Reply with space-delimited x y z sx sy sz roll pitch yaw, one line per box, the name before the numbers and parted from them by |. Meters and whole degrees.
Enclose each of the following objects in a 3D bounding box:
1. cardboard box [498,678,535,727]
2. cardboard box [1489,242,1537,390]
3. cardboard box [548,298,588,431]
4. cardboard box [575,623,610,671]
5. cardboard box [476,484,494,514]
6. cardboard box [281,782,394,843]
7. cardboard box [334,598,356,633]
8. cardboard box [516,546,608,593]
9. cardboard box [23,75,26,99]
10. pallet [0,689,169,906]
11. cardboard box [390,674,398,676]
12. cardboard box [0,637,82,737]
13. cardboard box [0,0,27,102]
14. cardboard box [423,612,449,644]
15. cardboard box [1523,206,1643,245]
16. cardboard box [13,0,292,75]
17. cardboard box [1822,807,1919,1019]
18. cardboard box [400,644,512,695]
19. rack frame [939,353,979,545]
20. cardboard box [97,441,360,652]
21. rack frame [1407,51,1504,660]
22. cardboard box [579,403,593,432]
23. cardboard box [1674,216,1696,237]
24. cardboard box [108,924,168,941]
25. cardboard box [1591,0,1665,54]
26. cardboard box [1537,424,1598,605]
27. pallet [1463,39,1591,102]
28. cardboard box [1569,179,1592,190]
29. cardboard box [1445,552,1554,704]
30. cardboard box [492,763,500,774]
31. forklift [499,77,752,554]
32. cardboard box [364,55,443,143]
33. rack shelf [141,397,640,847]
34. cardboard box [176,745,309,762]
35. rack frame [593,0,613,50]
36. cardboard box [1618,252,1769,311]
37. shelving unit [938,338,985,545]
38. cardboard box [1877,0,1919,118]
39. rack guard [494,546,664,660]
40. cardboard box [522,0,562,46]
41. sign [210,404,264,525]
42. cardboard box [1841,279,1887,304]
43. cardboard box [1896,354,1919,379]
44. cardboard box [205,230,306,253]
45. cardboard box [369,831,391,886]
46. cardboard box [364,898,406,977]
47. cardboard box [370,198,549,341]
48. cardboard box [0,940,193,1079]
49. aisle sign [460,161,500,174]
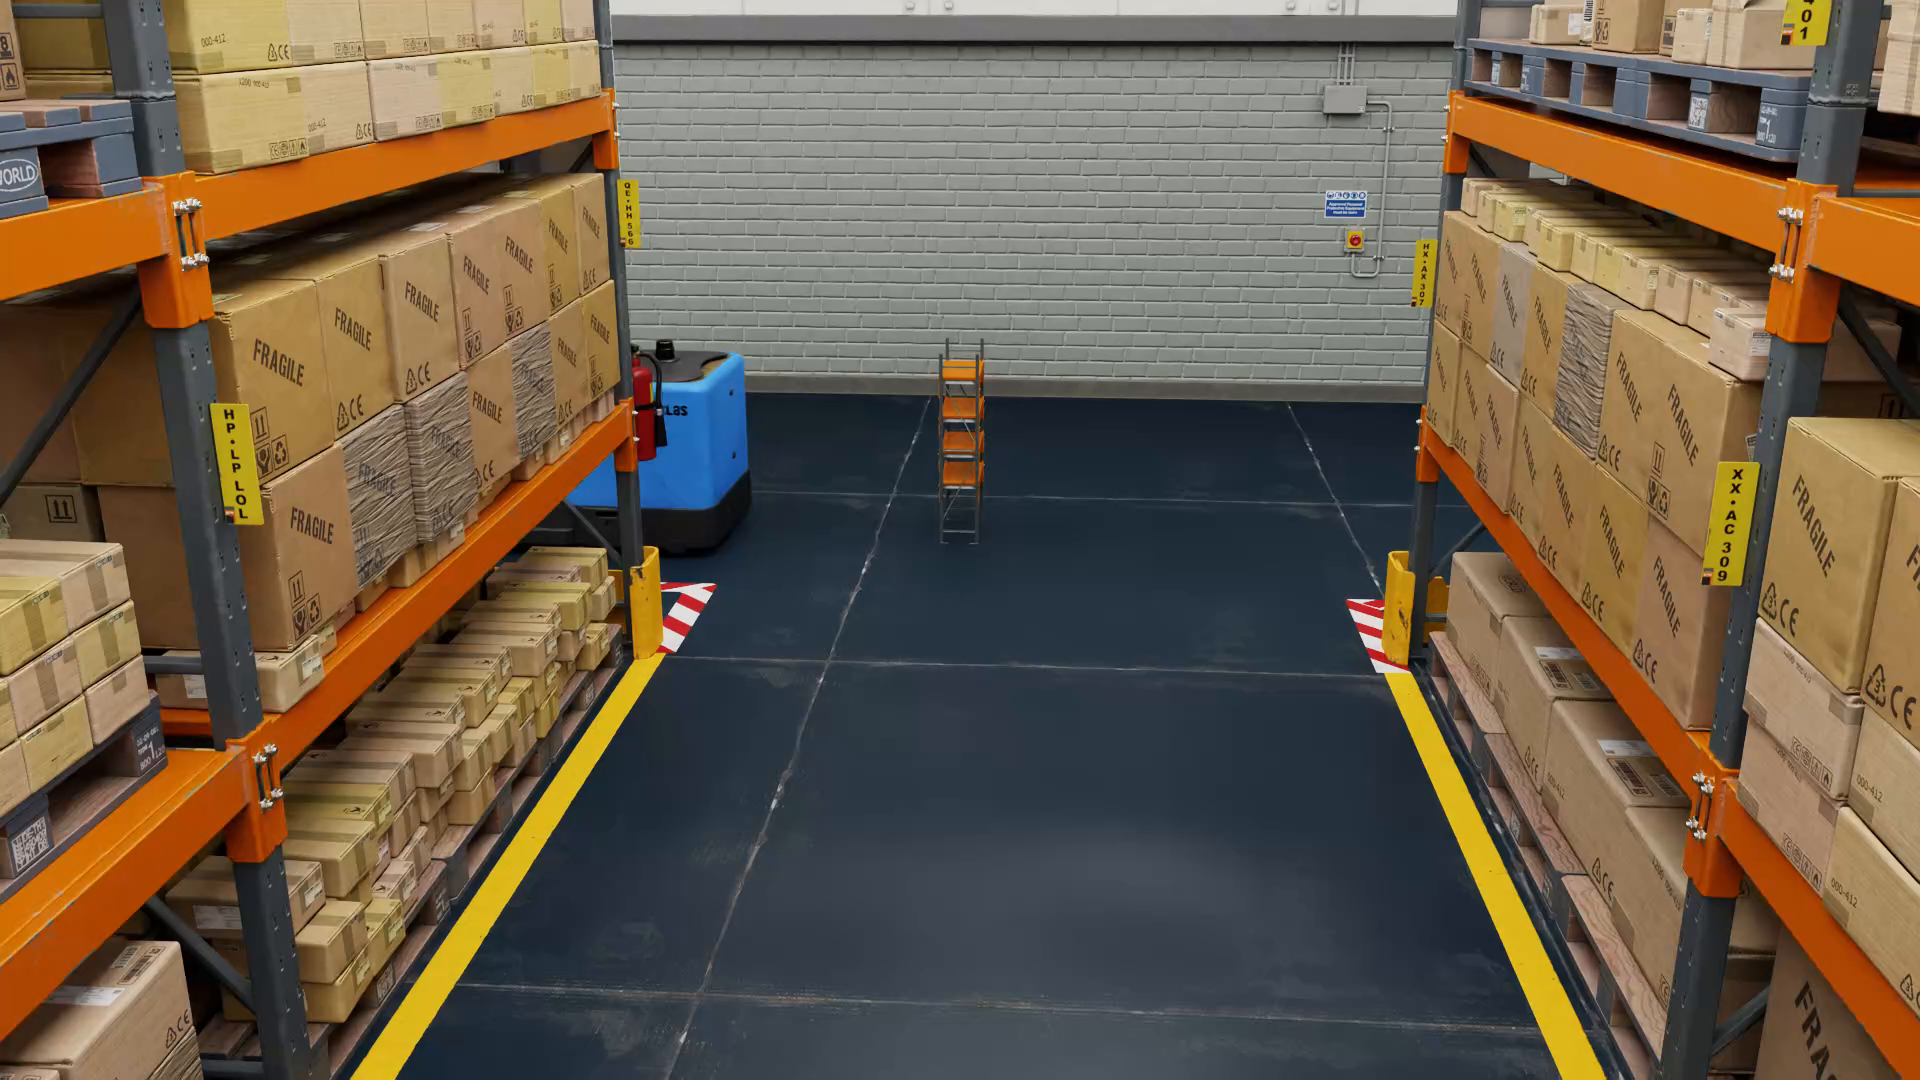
cardboard box | -2.006 0.686 6.938 0.380 0.149 0.250 2 18 7
cardboard box | 2.411 -0.880 6.525 0.500 0.500 0.500 1 18 3
cardboard box | -1.973 -0.783 7.358 0.500 0.500 0.500 1 18 3
cardboard box | -1.903 0.506 7.966 0.380 0.149 0.250 2 18 6
cardboard box | -2.080 -0.192 6.595 0.380 0.149 0.250 2 18 5
cardboard box | -2.163 0.949 5.659 0.380 0.149 0.250 1 18 3
cardboard box | -2.185 0.215 5.352 0.380 0.149 0.250 0 18 1
cardboard box | -1.941 0.143 8.118 0.380 0.149 0.250 1 18 5
cardboard box | -2.677 -1.170 4.600 0.500 0.250 0.500 2 18 5
pallet | -2.643 0.668 3.876 1.003 0.211 1.213 1 18 4
cardboard box | -2.506 0.595 7.217 0.380 0.149 0.250 0 18 1
cardboard box | -2.292 0.331 3.847 0.380 0.149 0.250 1 18 4
cardboard box | -2.579 -1.215 3.661 0.700 0.500 0.500 1 18 4
cardboard box | -2.513 0.370 7.424 0.380 0.149 0.250 0 18 1
cardboard box | 2.439 -1.221 6.525 0.380 0.149 0.250 1 18 4
cardboard box | -2.169 -1.393 4.478 0.500 0.250 0.500 2 18 6
cardboard box | 2.171 0.784 3.452 0.500 0.250 0.500 1 18 3
cardboard box | -2.083 0.546 6.888 0.380 0.149 0.250 1 18 2
rack frame | -0.006 -0.546 10.162 0.240 1.200 0.015 1 18 4
cardboard box | -2.156 0.006 4.951 0.500 0.500 0.500 1 18 3
rack frame | 2.789 -0.821 8.110 1.000 3.000 0.127 1 18 4
cardboard box | -1.953 -0.596 7.829 0.380 0.149 0.250 1 18 4
cardboard box | 2.926 -1.138 6.271 0.380 0.149 0.250 2 18 5
cardboard box | -2.737 1.251 5.213 0.380 0.149 0.250 2 18 5
cardboard box | 2.495 -1.918 5.646 0.500 0.500 0.500 2 18 5
cardboard box | 2.333 -0.092 5.726 0.500 0.500 0.500 1 18 3
pallet | 2.746 -1.973 6.953 1.003 0.211 1.213 1 18 4
cardboard box | 2.963 -1.536 7.484 0.380 0.149 0.250 2 18 5
cardboard box | 2.841 0.405 7.811 0.875 0.438 0.875 1 18 2
cardboard box | -2.101 0.905 6.749 0.380 0.149 0.250 2 18 5
forklift | -2.923 -1.490 10.262 3.031 2.935 1.130 2 18 6
cardboard box | -2.063 -1.467 5.505 0.500 0.250 0.500 2 18 6
rack shelf | -2.299 0.063 6.568 1.077 0.370 4.000 1 18 4
cardboard box | -2.664 0.776 6.186 0.380 0.149 0.250 0 18 1
rack frame | -2.156 -3.751 7.417 1.000 3.000 0.127 1 18 4
cardboard box | 2.344 -0.826 5.319 0.380 0.149 0.250 1 18 3
shelving unit | 0.012 -0.622 10.393 0.258 1.200 0.503 1 18 4
cardboard box | 2.117 -0.992 3.357 0.396 0.266 0.258 1 18 3
rack guard | -2.161 0.312 8.669 1.175 0.500 0.348 1 18 4
cardboard box | -1.971 -2.184 6.891 0.500 0.250 0.500 1 18 2
sign | -1.889 -0.196 4.346 0.100 0.325 0.005 1 18 4
cardboard box | 2.762 -0.662 4.817 0.380 0.149 0.250 1 18 3
cardboard box | 2.778 -0.243 4.582 0.500 0.500 0.500 1 18 4
cardboard box | -2.596 -0.793 5.781 0.500 0.500 0.500 2 18 5
cardboard box | -2.187 1.094 5.694 0.380 0.149 0.250 1 18 4
cardboard box | -2.077 1.309 5.514 0.380 0.149 0.250 2 18 6
cardboard box | -2.005 -1.097 6.710 0.500 0.500 0.500 2 18 7
cardboard box | -2.244 1.211 4.044 0.500 0.250 0.500 1 18 2
aisle sign | -2.450 -2.164 8.036 0.394 0.787 0.004 1 18 4
